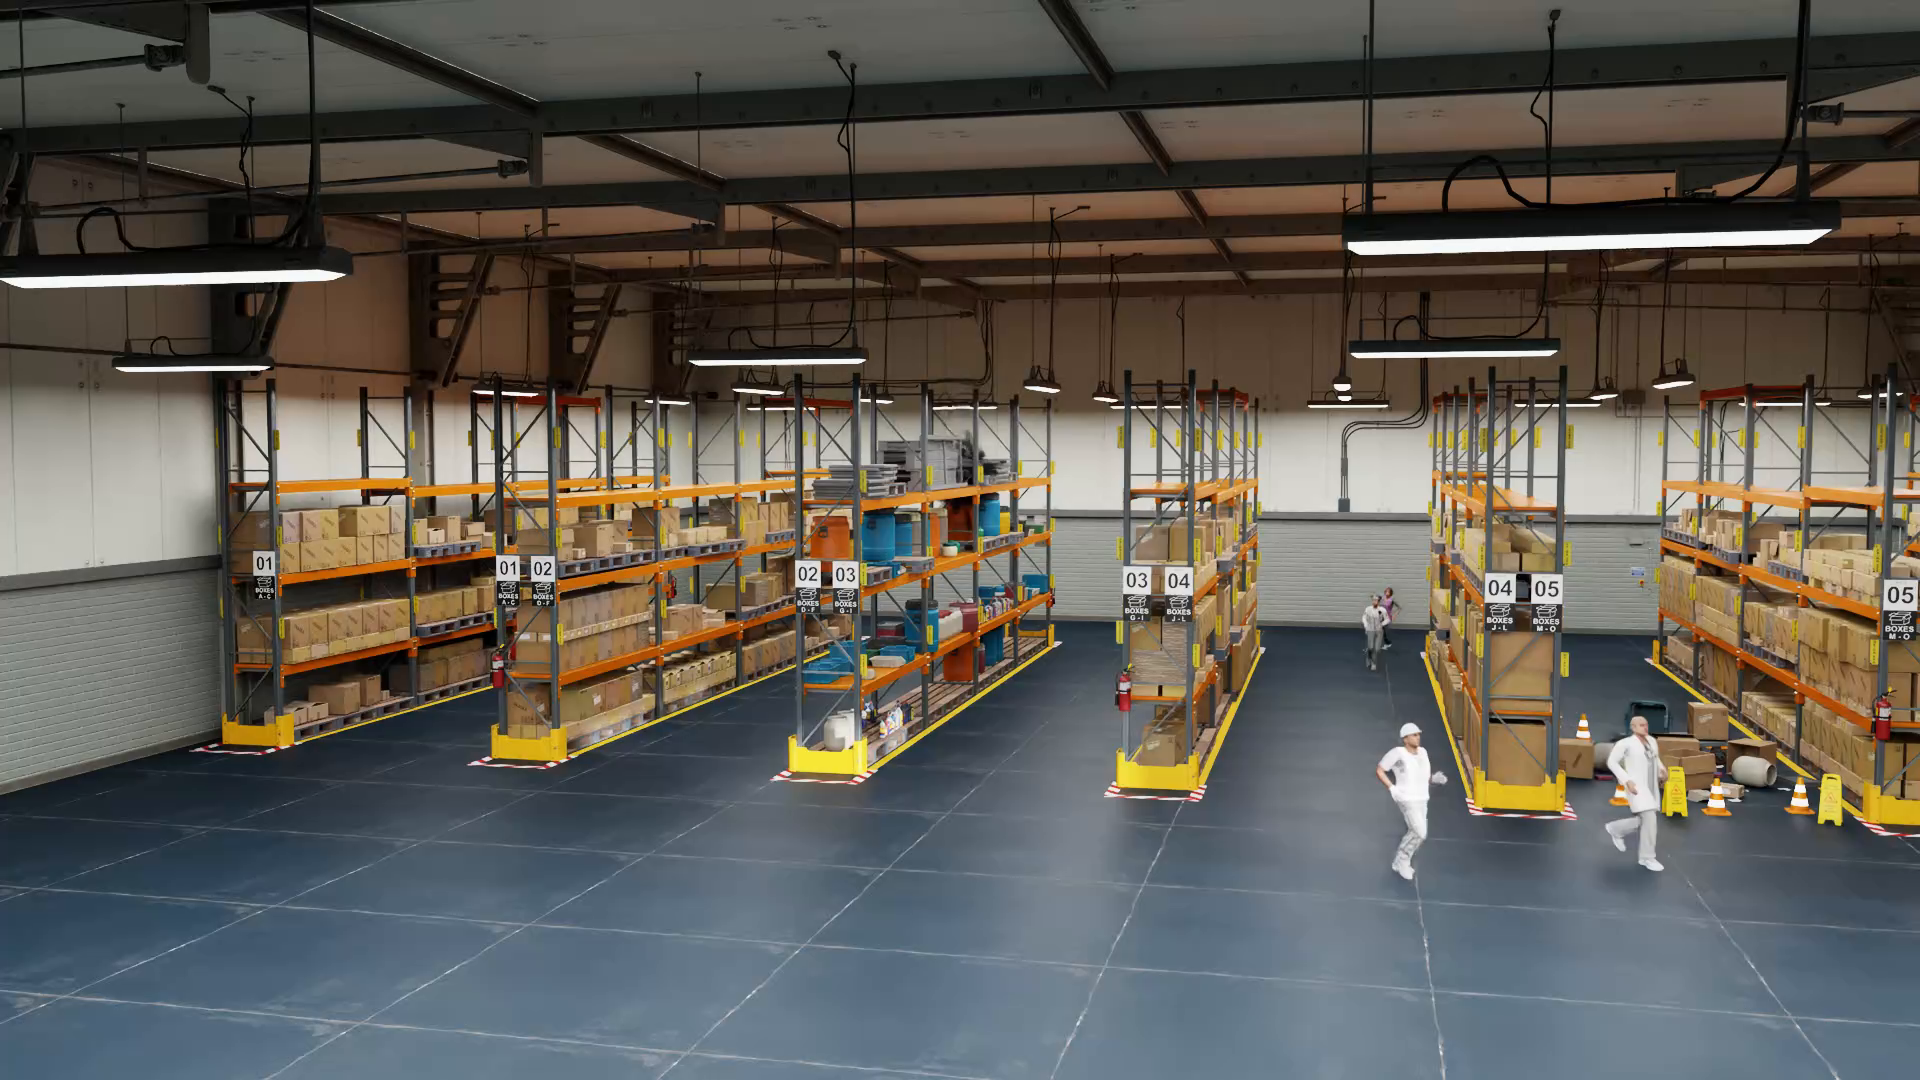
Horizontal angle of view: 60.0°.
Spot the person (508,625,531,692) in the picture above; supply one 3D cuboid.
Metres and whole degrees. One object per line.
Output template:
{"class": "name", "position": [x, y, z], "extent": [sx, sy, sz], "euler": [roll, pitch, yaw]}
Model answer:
{"class": "person", "position": [-7.976, 2.346, 30.347], "extent": [0.653, 1.700, 0.647], "euler": [1, 3, 8]}

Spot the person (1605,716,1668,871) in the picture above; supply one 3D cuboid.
{"class": "person", "position": [8.001, 2.958, 19.646], "extent": [0.666, 1.764, 0.843], "euler": [-2, 4, -27]}

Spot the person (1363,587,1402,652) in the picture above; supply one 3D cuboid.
{"class": "person", "position": [9.960, 1.882, 39.142], "extent": [0.775, 1.527, 0.569], "euler": [-2, 4, -25]}

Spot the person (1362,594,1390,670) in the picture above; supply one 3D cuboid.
{"class": "person", "position": [9.039, 2.002, 36.173], "extent": [0.599, 1.667, 0.547], "euler": [1, 4, 18]}

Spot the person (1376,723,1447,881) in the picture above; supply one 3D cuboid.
{"class": "person", "position": [5.180, 2.984, 18.921], "extent": [0.661, 1.782, 0.646], "euler": [-3, 4, -38]}
